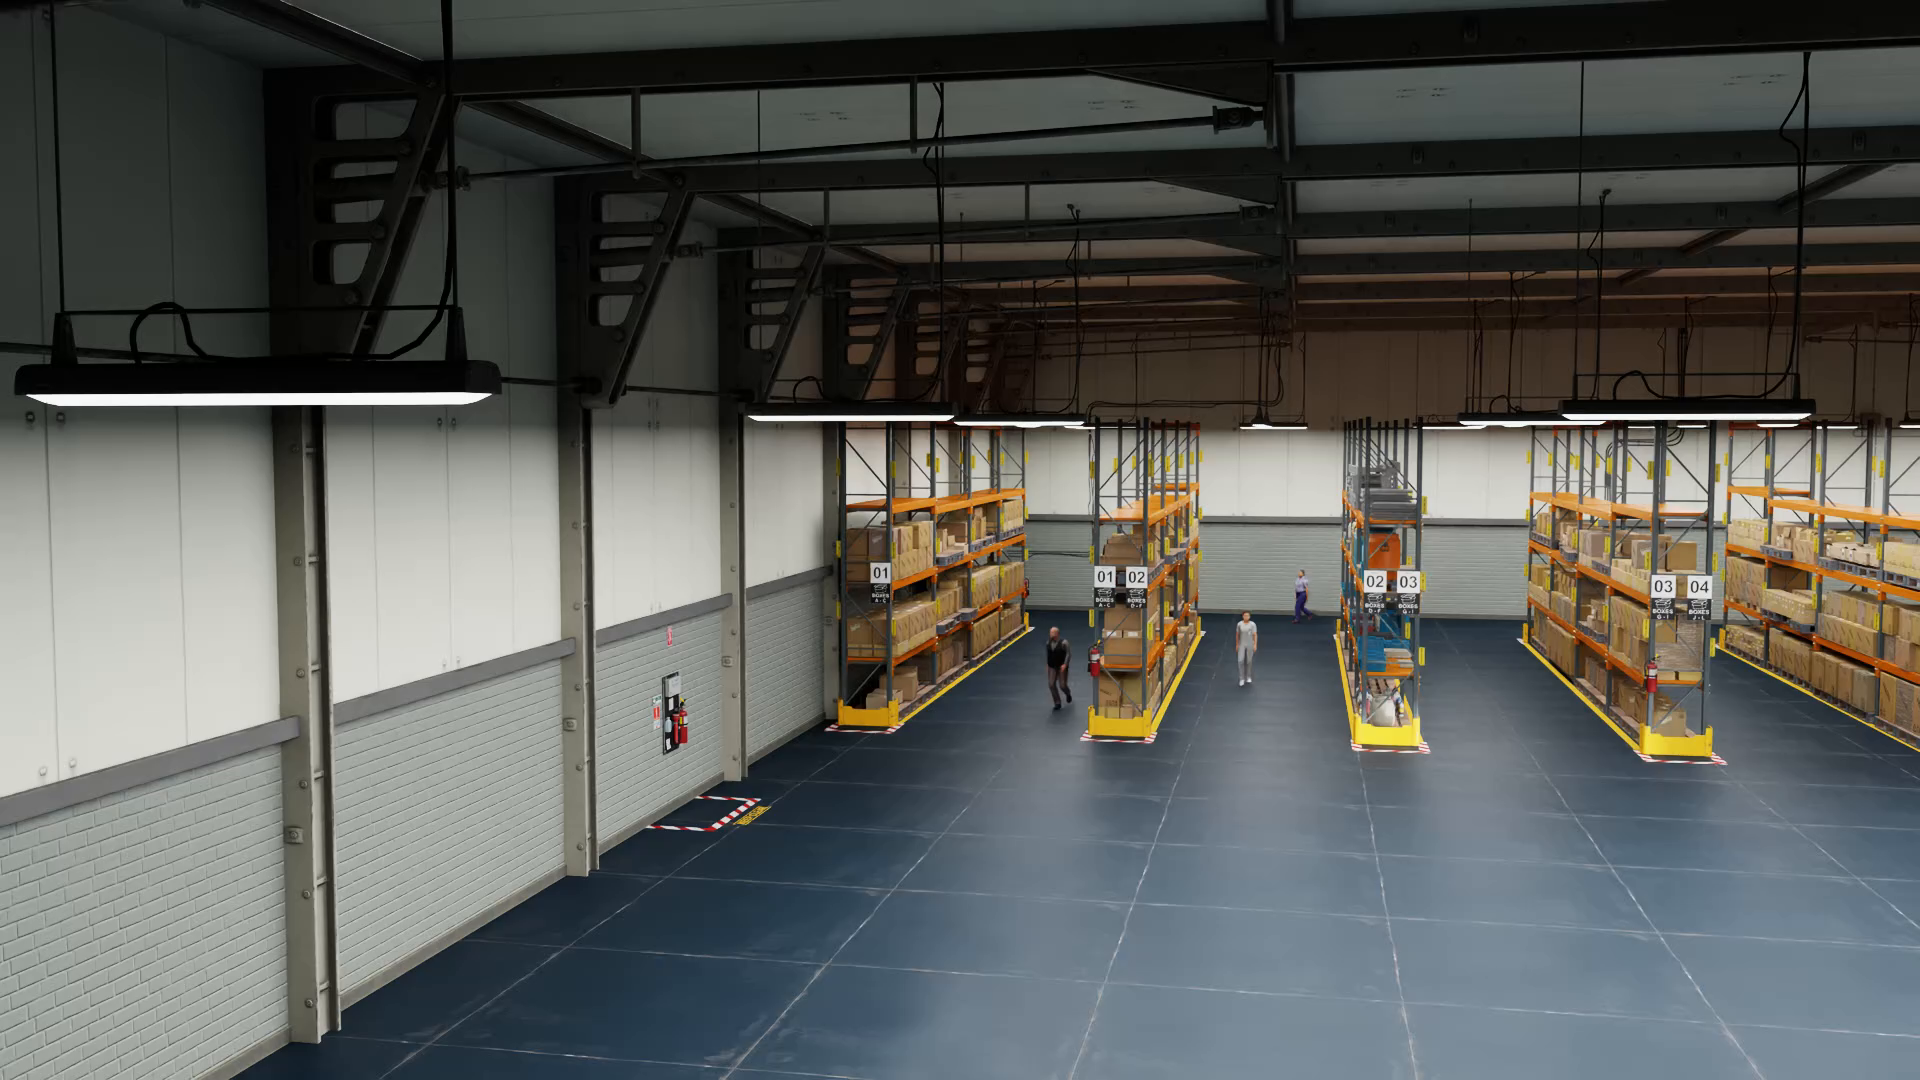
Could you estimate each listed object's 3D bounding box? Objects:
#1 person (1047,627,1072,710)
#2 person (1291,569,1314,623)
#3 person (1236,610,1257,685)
[{"bbox_3d":[2.049,2.648,34.493,0.595,1.692,0.630,2,4,26],"label":"person"},{"bbox_3d":[10.264,1.684,49.750,0.877,1.596,0.470,-1,4,-17],"label":"person"},{"bbox_3d":[6.518,2.449,37.830,0.485,1.725,0.537,1,4,13],"label":"person"}]
